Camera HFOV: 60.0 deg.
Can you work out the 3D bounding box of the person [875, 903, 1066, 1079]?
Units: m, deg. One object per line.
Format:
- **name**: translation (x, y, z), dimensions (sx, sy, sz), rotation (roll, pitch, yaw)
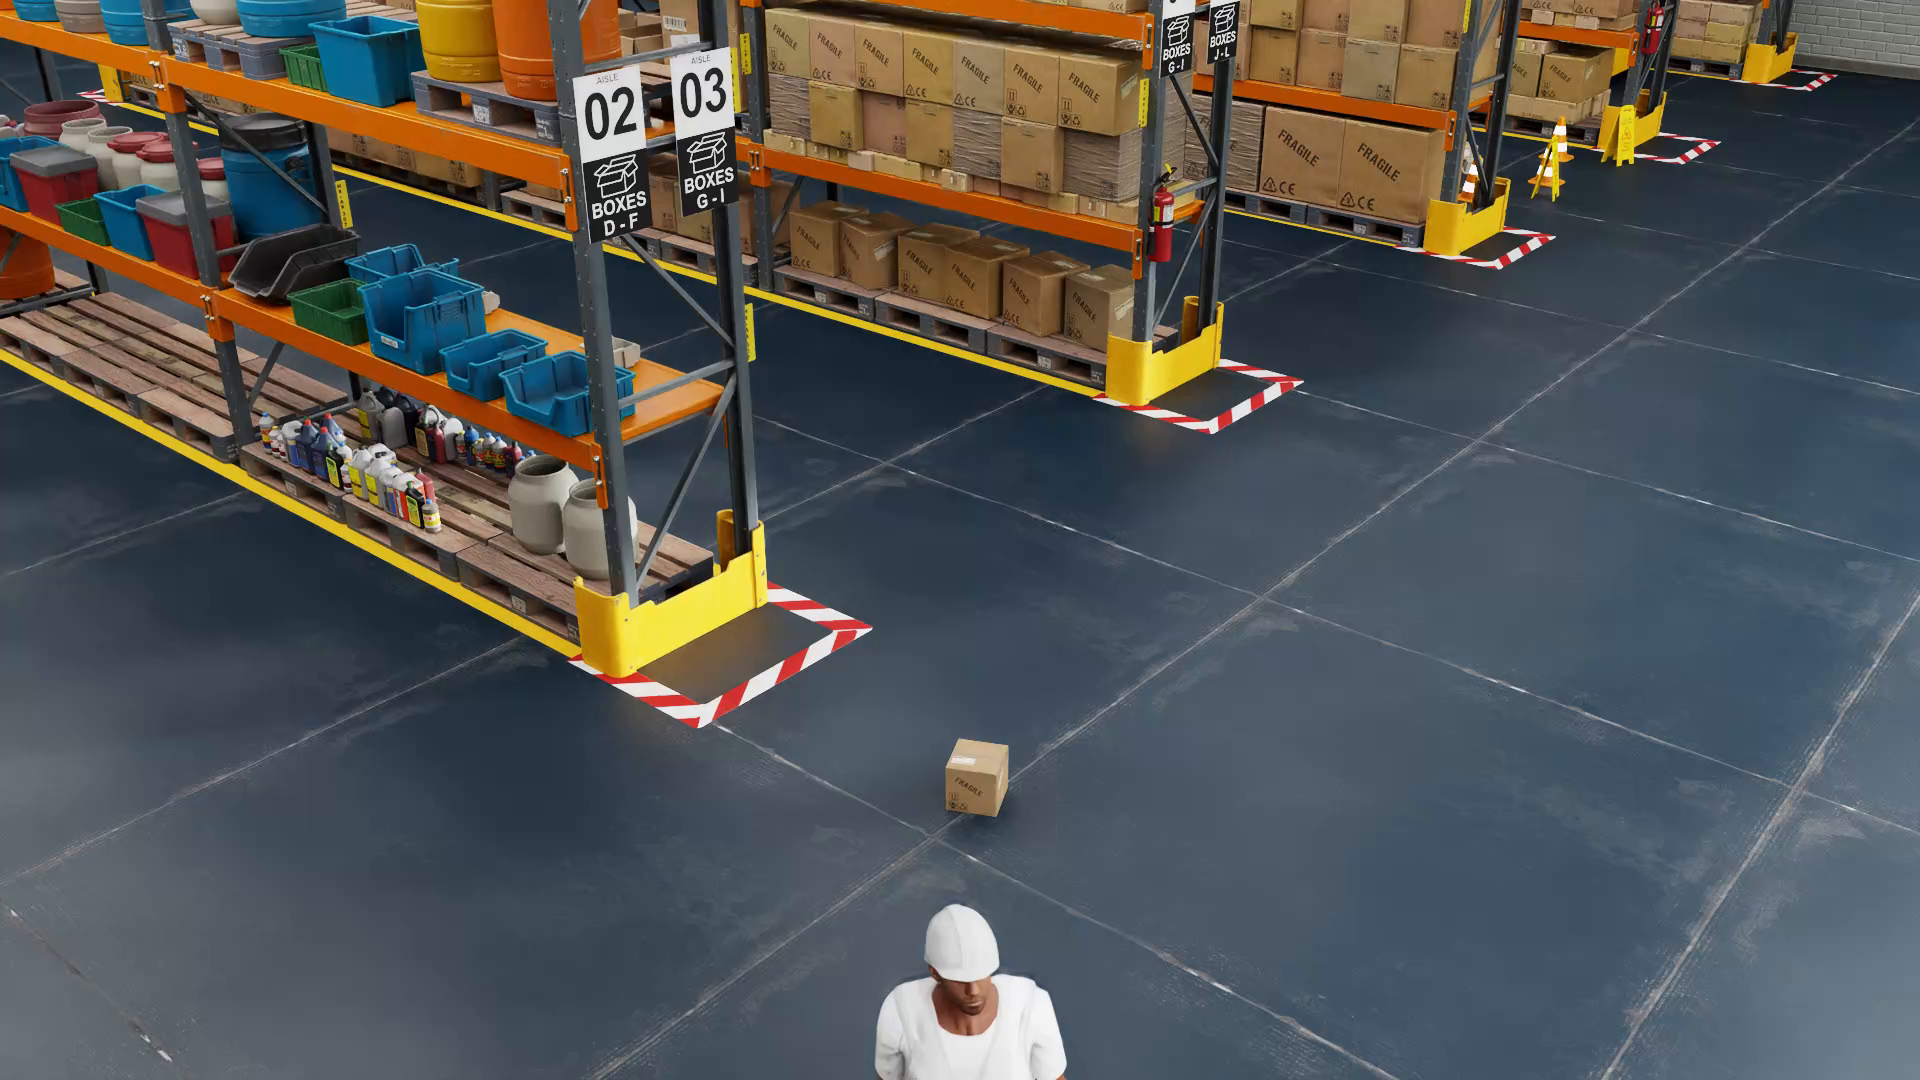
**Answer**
- **person**: translation (0.035, 1.836, 5.014), dimensions (0.584, 1.738, 0.898), rotation (-2, 27, -4)
